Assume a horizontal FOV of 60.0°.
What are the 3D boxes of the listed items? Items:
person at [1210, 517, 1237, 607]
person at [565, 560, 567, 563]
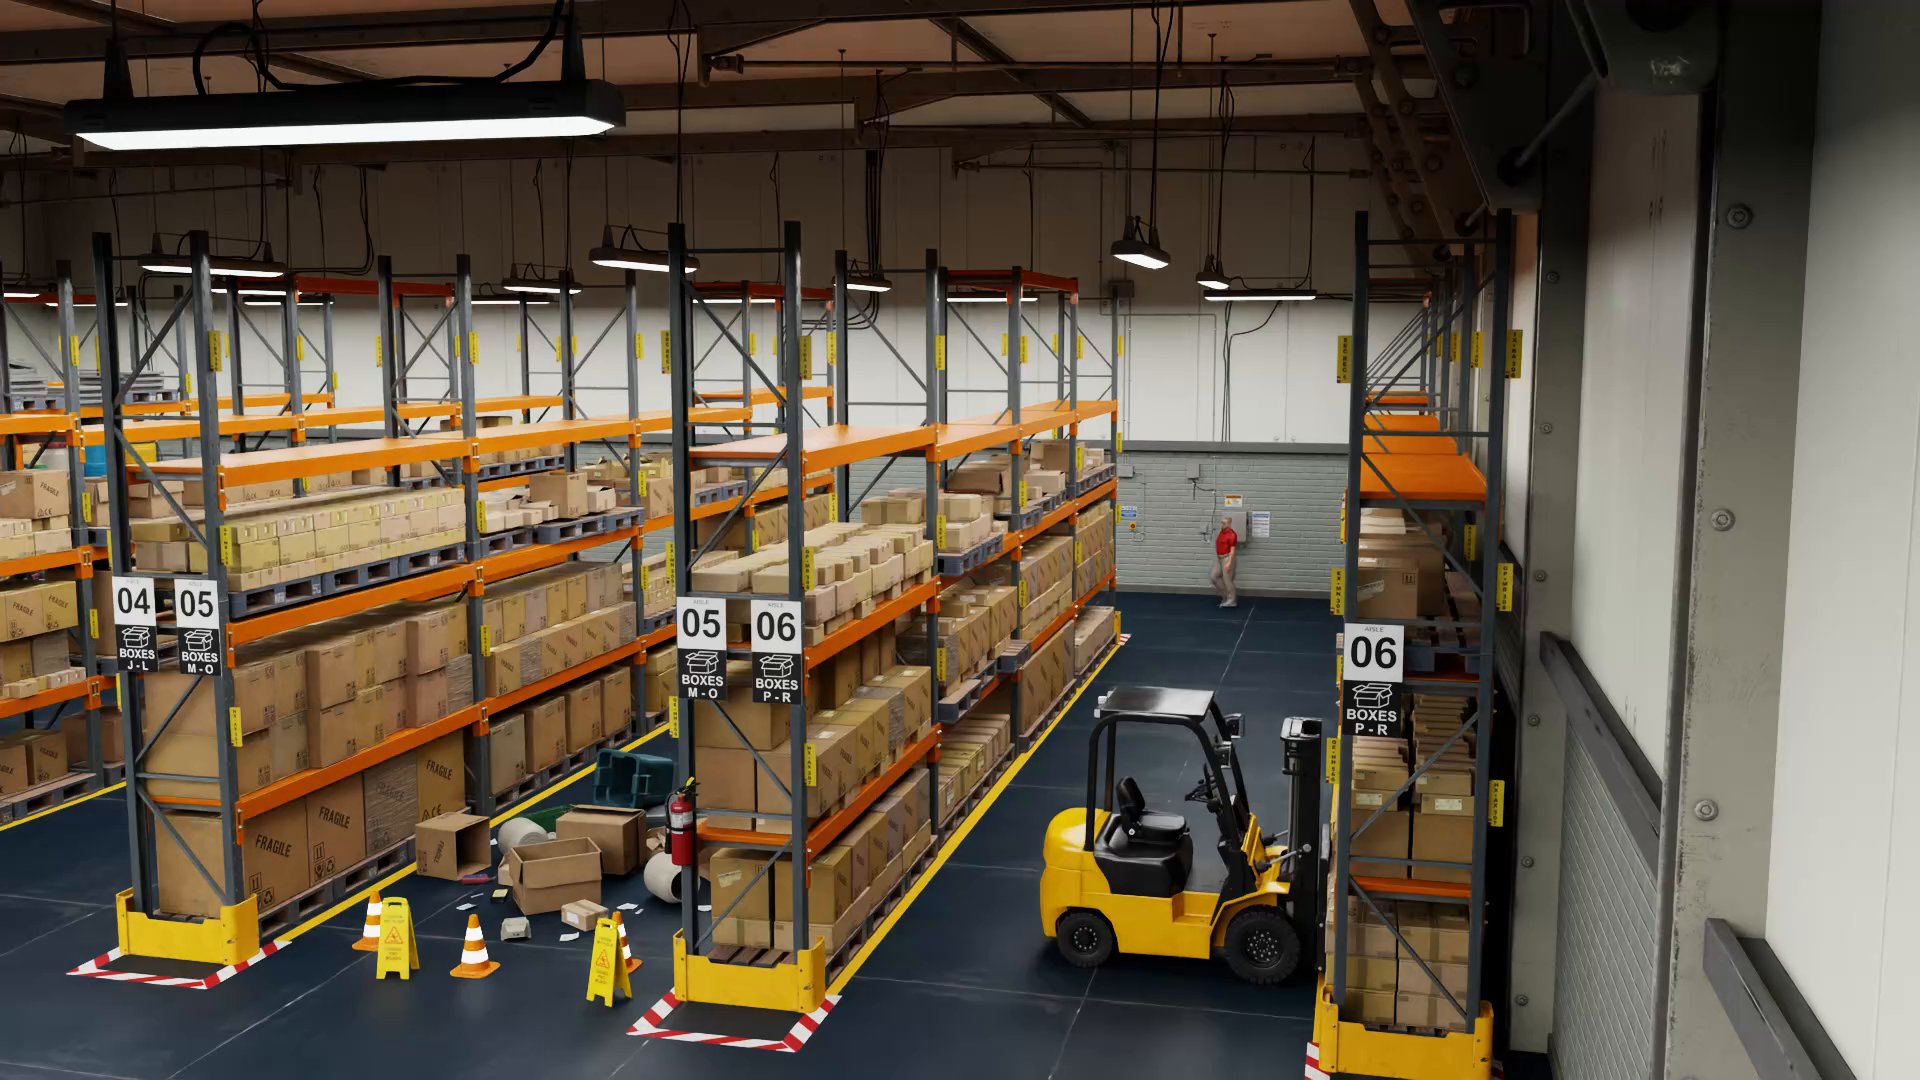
[{"bbox_3d":[5.069,0.441,31.809,0.463,1.768,0.588,-1,7,-12],"label":"person"},{"bbox_3d":[-6.294,1.051,27.400,0.534,1.576,0.701,3,8,24],"label":"person"}]
